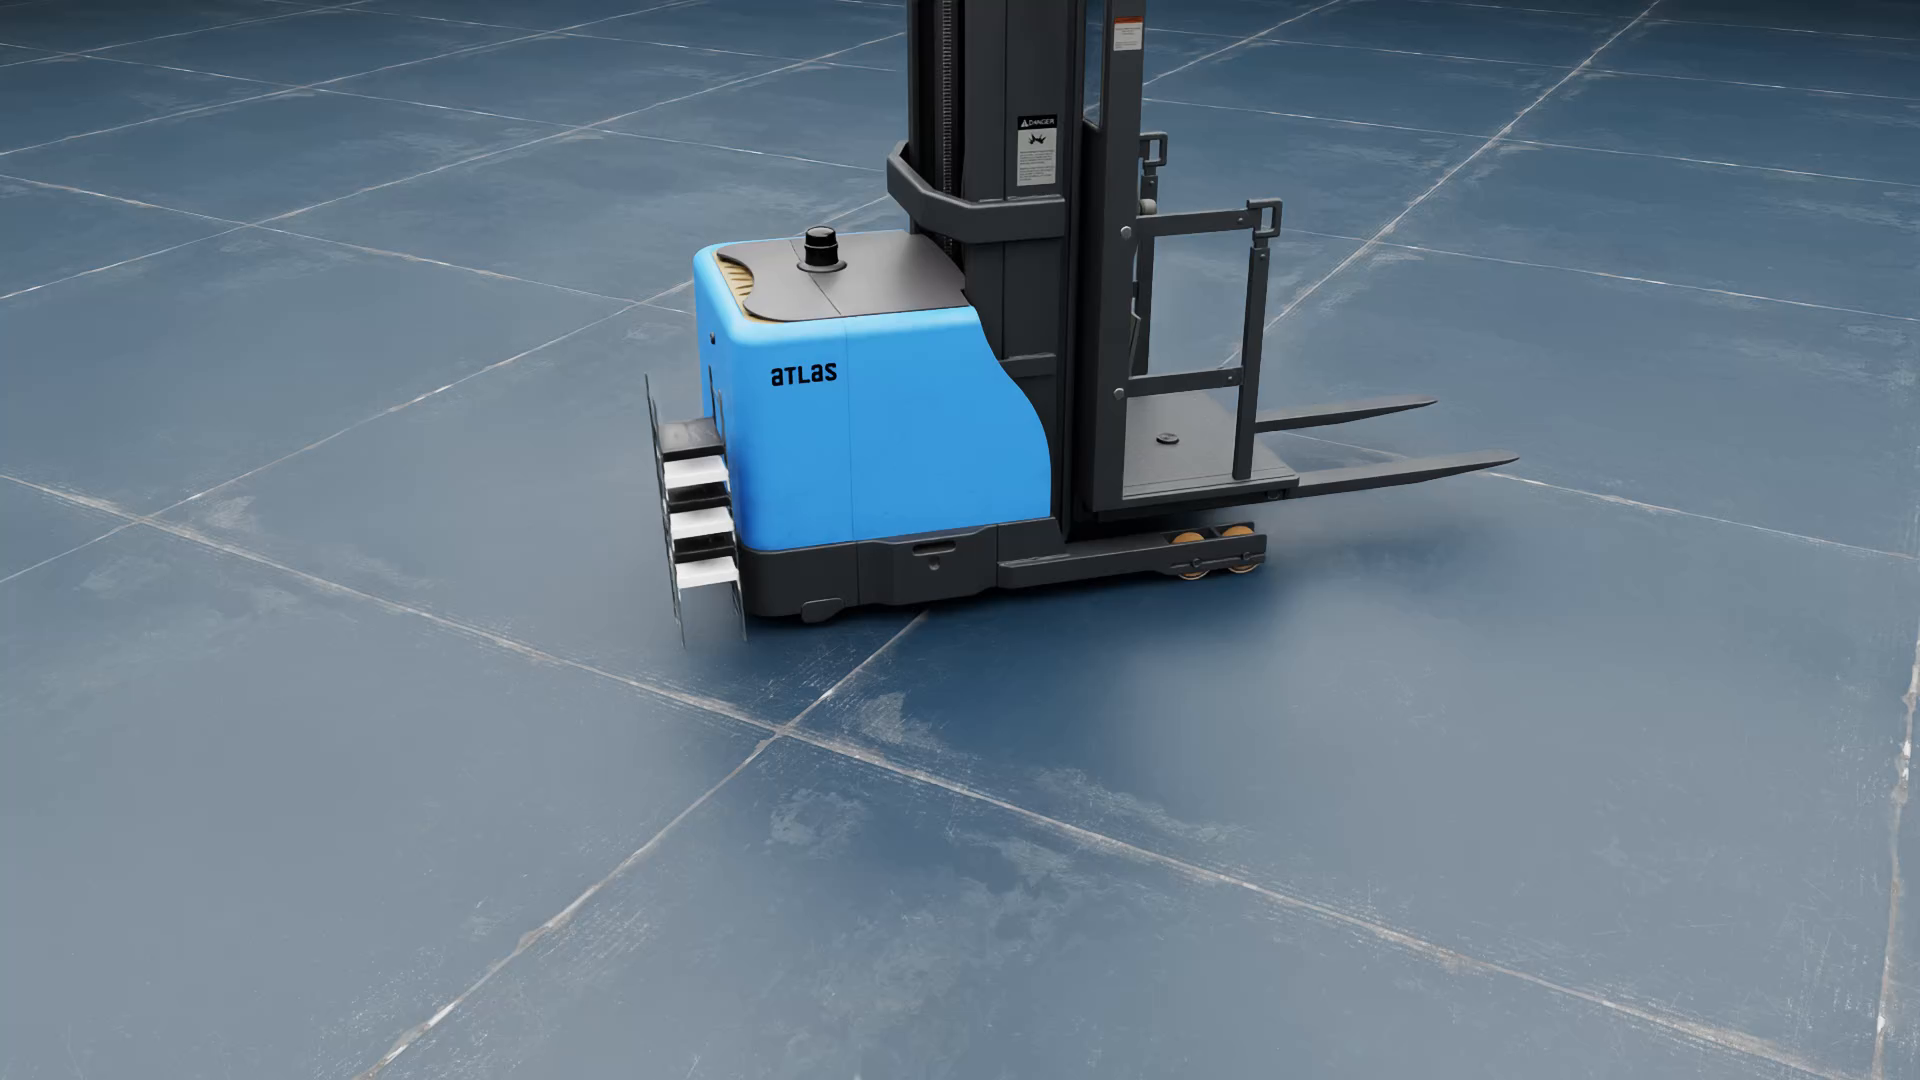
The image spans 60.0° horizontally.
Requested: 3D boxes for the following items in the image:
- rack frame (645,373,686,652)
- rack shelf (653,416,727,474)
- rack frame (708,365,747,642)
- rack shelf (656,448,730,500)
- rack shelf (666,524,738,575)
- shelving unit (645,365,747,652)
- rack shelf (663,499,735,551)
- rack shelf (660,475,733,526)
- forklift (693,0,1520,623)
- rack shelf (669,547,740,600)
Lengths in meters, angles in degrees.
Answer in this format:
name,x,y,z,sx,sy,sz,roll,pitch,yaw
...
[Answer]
name,x,y,z,sx,sy,sz,roll,pitch,yaw
rack frame,-0.957,-0.082,5.408,0.006,0.900,0.240,-9,28,-13
rack shelf,-0.867,-0.308,5.323,0.200,0.077,0.258,-9,28,-13
rack frame,-0.762,-0.112,5.455,0.006,0.900,0.240,-9,28,-13
rack shelf,-0.864,-0.228,5.364,0.200,0.077,0.258,-9,28,-13
rack shelf,-0.856,0.013,5.487,0.200,0.077,0.258,-9,28,-13
shelving unit,-0.859,-0.097,5.431,0.210,0.900,0.258,-9,28,-13
rack shelf,-0.858,-0.067,5.446,0.200,0.077,0.258,-9,28,-13
rack shelf,-0.861,-0.148,5.405,0.200,0.077,0.258,-9,28,-13
forklift,0.606,-1.388,5.747,3.031,2.935,1.130,-7,27,-14
rack shelf,-0.853,0.093,5.528,0.200,0.077,0.258,-9,28,-13
